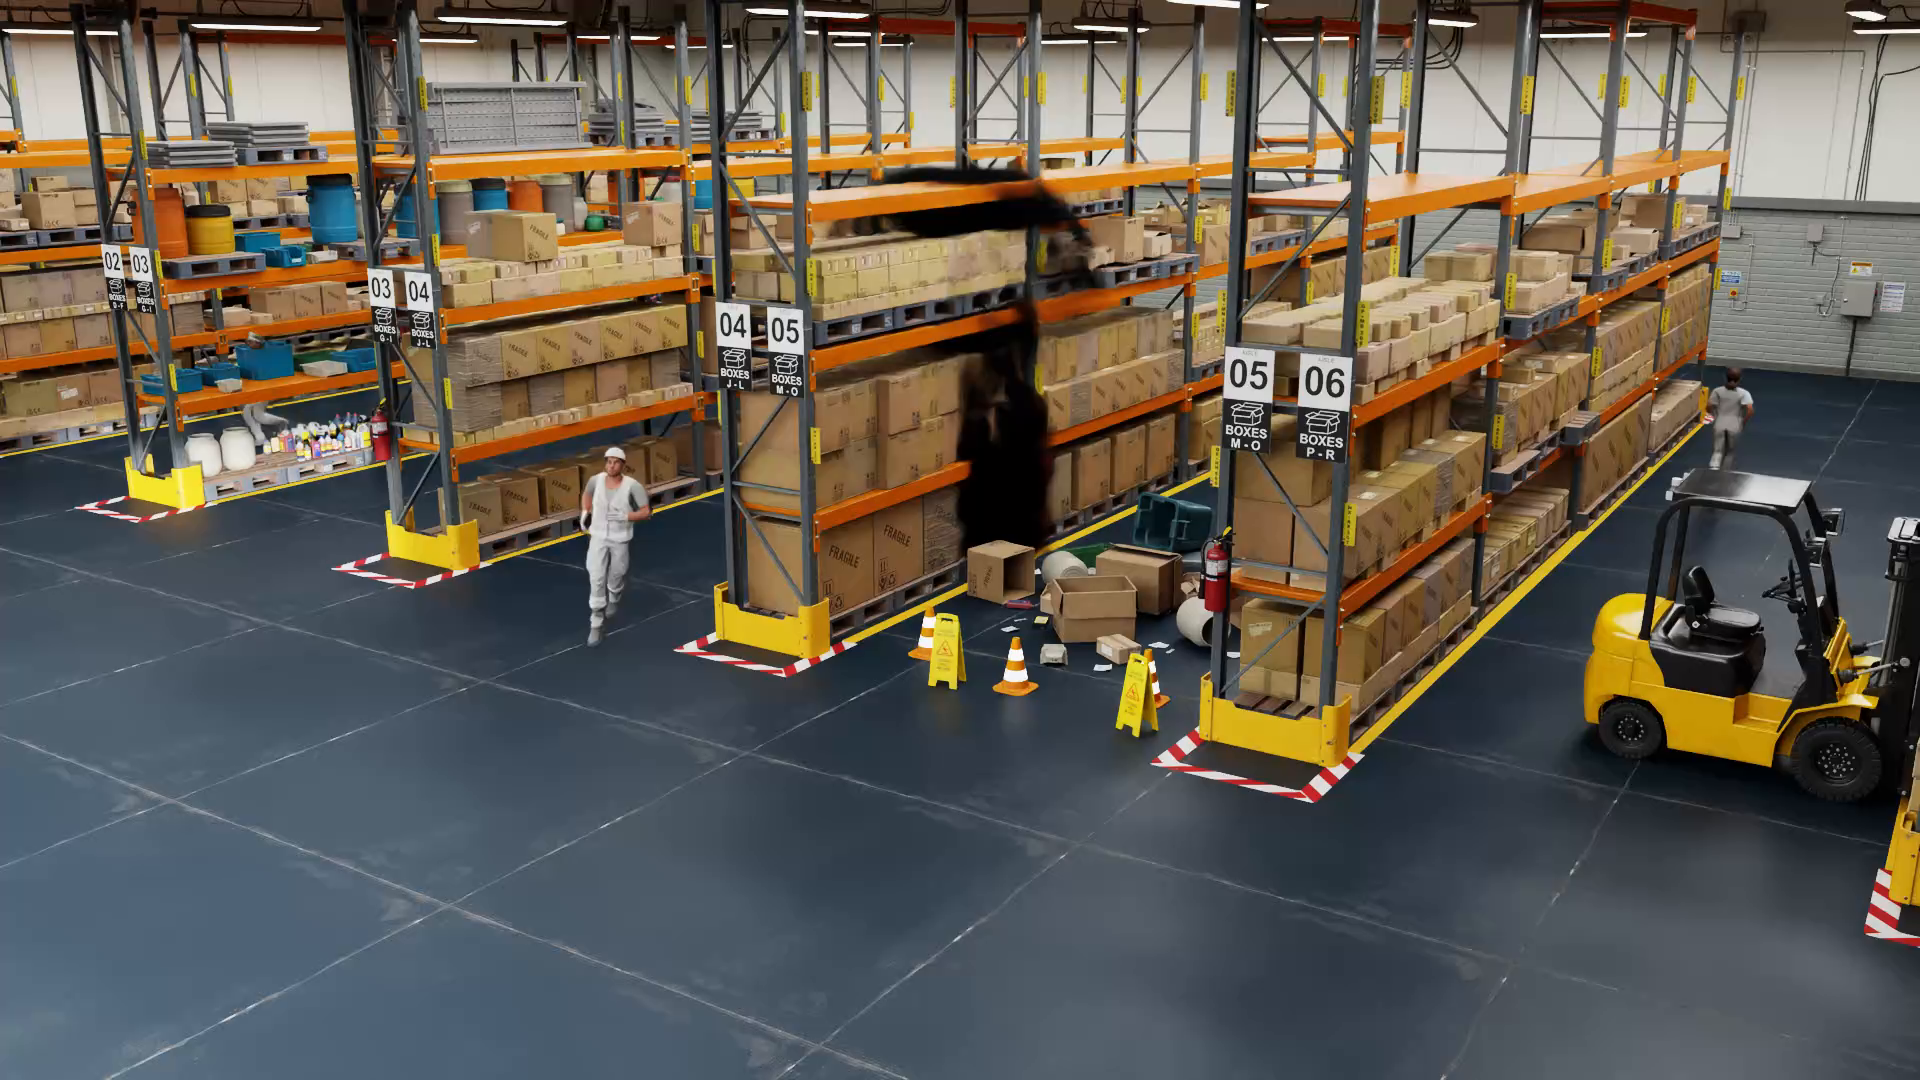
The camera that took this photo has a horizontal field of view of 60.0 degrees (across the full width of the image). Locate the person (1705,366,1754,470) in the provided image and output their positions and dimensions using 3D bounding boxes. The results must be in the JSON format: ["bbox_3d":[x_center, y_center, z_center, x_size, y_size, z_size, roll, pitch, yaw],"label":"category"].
[{"bbox_3d":[9.771,-1.383,21.183,0.566,1.649,0.804,9,18,28],"label":"person"}]

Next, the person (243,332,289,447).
[{"bbox_3d":[-10.105,-2.189,24.004,0.576,1.652,0.592,11,19,33],"label":"person"}]

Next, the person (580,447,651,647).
[{"bbox_3d":[-3.223,0.004,15.625,0.682,1.810,0.908,0,16,0],"label":"person"}]
